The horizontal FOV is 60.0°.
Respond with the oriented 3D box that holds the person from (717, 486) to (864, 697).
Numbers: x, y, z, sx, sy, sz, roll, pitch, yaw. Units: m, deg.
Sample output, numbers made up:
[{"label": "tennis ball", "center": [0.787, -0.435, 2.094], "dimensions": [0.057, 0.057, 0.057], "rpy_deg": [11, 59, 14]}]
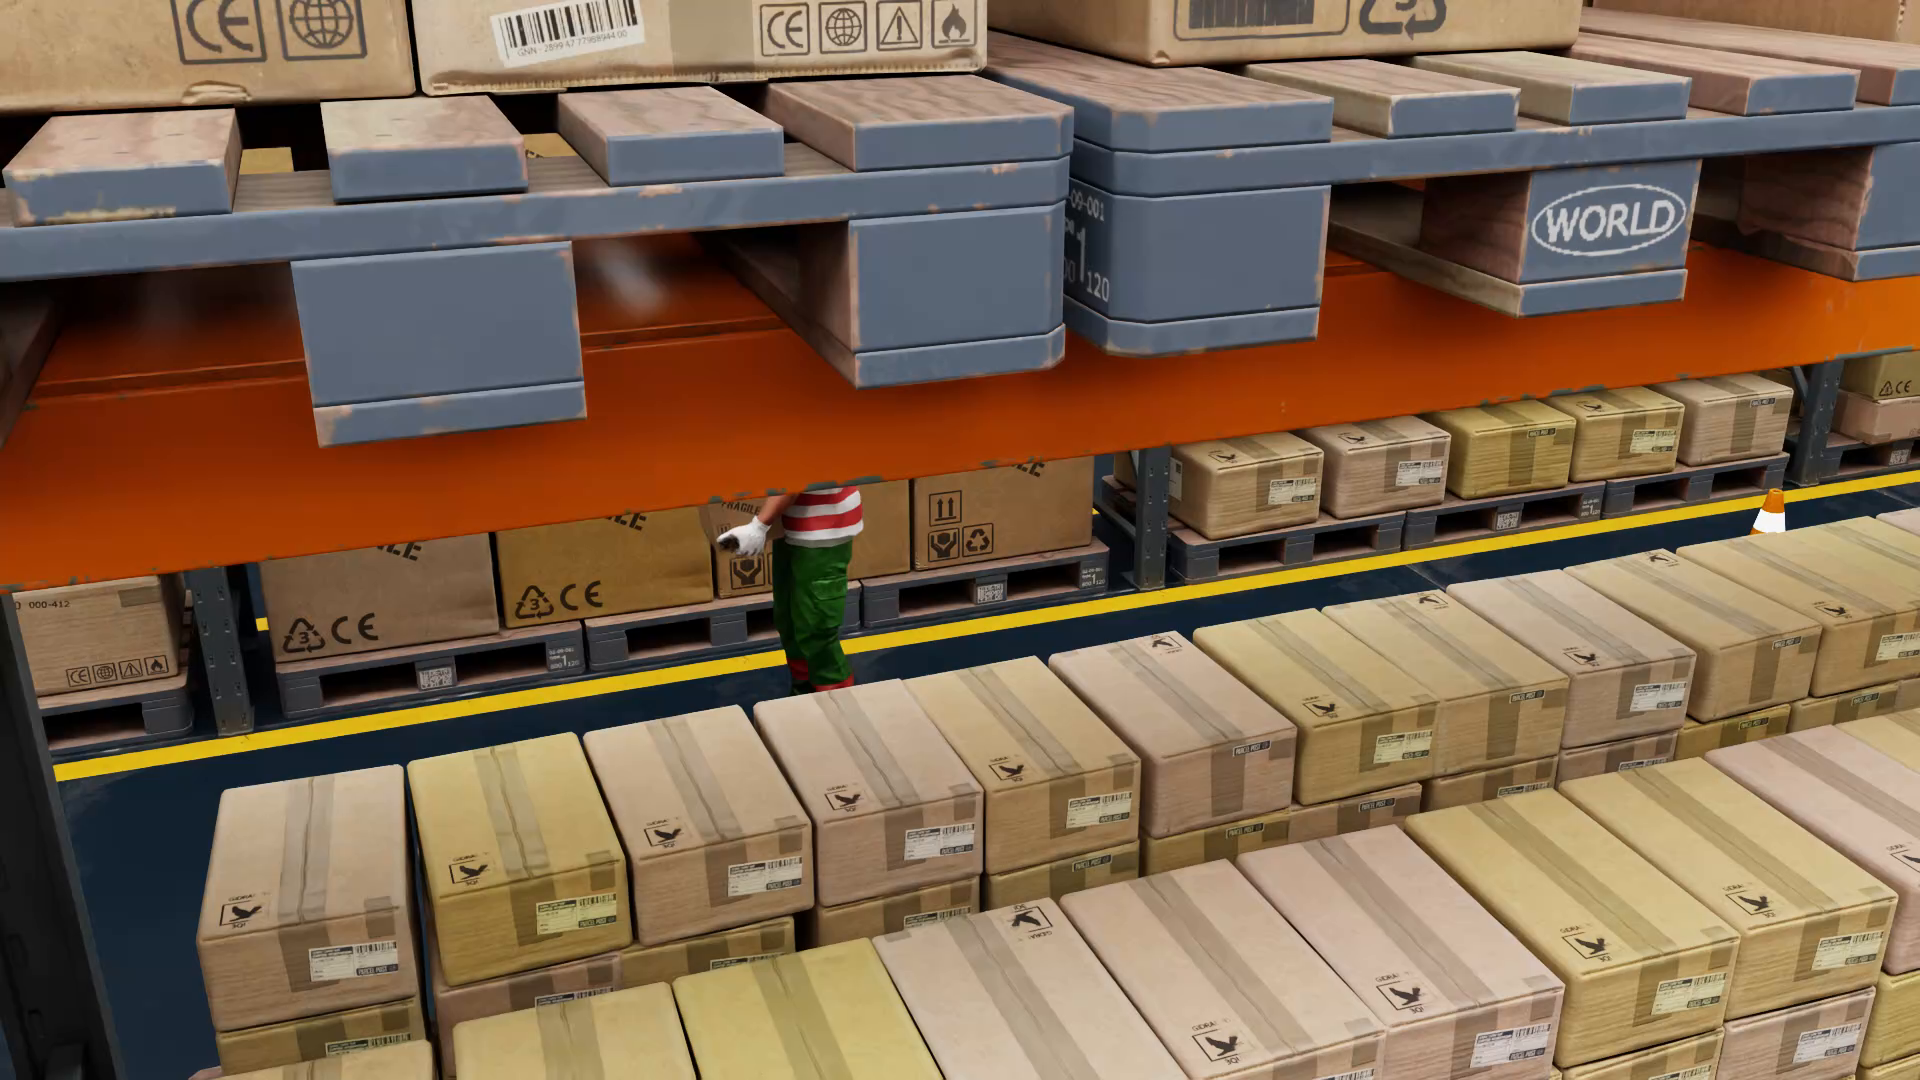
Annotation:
[{"label": "person", "center": [-0.639, -0.011, 6.087], "dimensions": [0.558, 1.786, 0.495], "rpy_deg": [-8, 24, -19]}]
